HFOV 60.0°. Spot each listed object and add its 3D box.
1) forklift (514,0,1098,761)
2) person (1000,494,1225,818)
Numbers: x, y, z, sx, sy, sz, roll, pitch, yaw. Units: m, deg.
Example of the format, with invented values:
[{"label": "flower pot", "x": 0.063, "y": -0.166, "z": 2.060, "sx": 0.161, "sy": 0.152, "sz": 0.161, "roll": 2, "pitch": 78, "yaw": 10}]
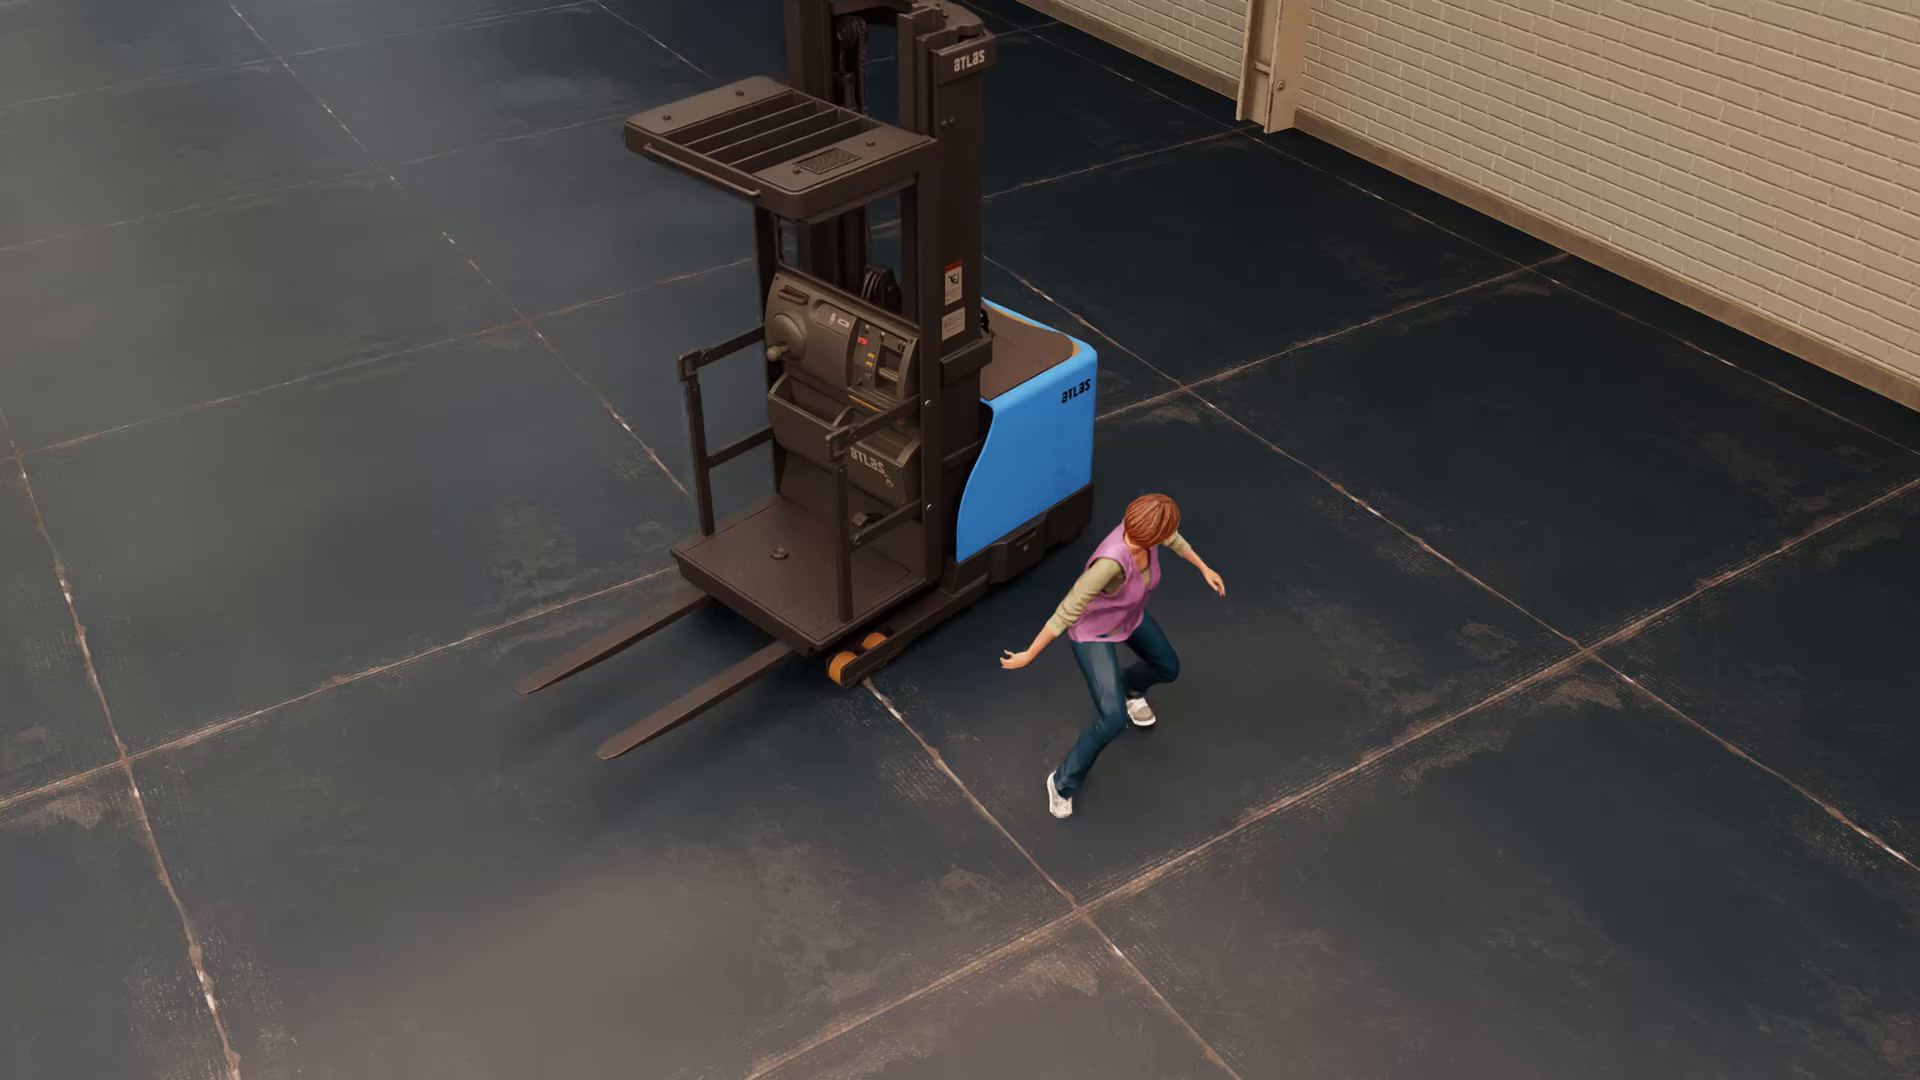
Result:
[{"label": "forklift", "x": -0.690, "y": -0.850, "z": 7.357, "sx": 1.130, "sy": 2.935, "sz": 3.031, "roll": 29, "pitch": 44, "yaw": 35}, {"label": "person", "x": 0.640, "y": 0.438, "z": 6.898, "sx": 0.515, "sy": 1.527, "sz": 0.907, "roll": 26, "pitch": 43, "yaw": 32}]
